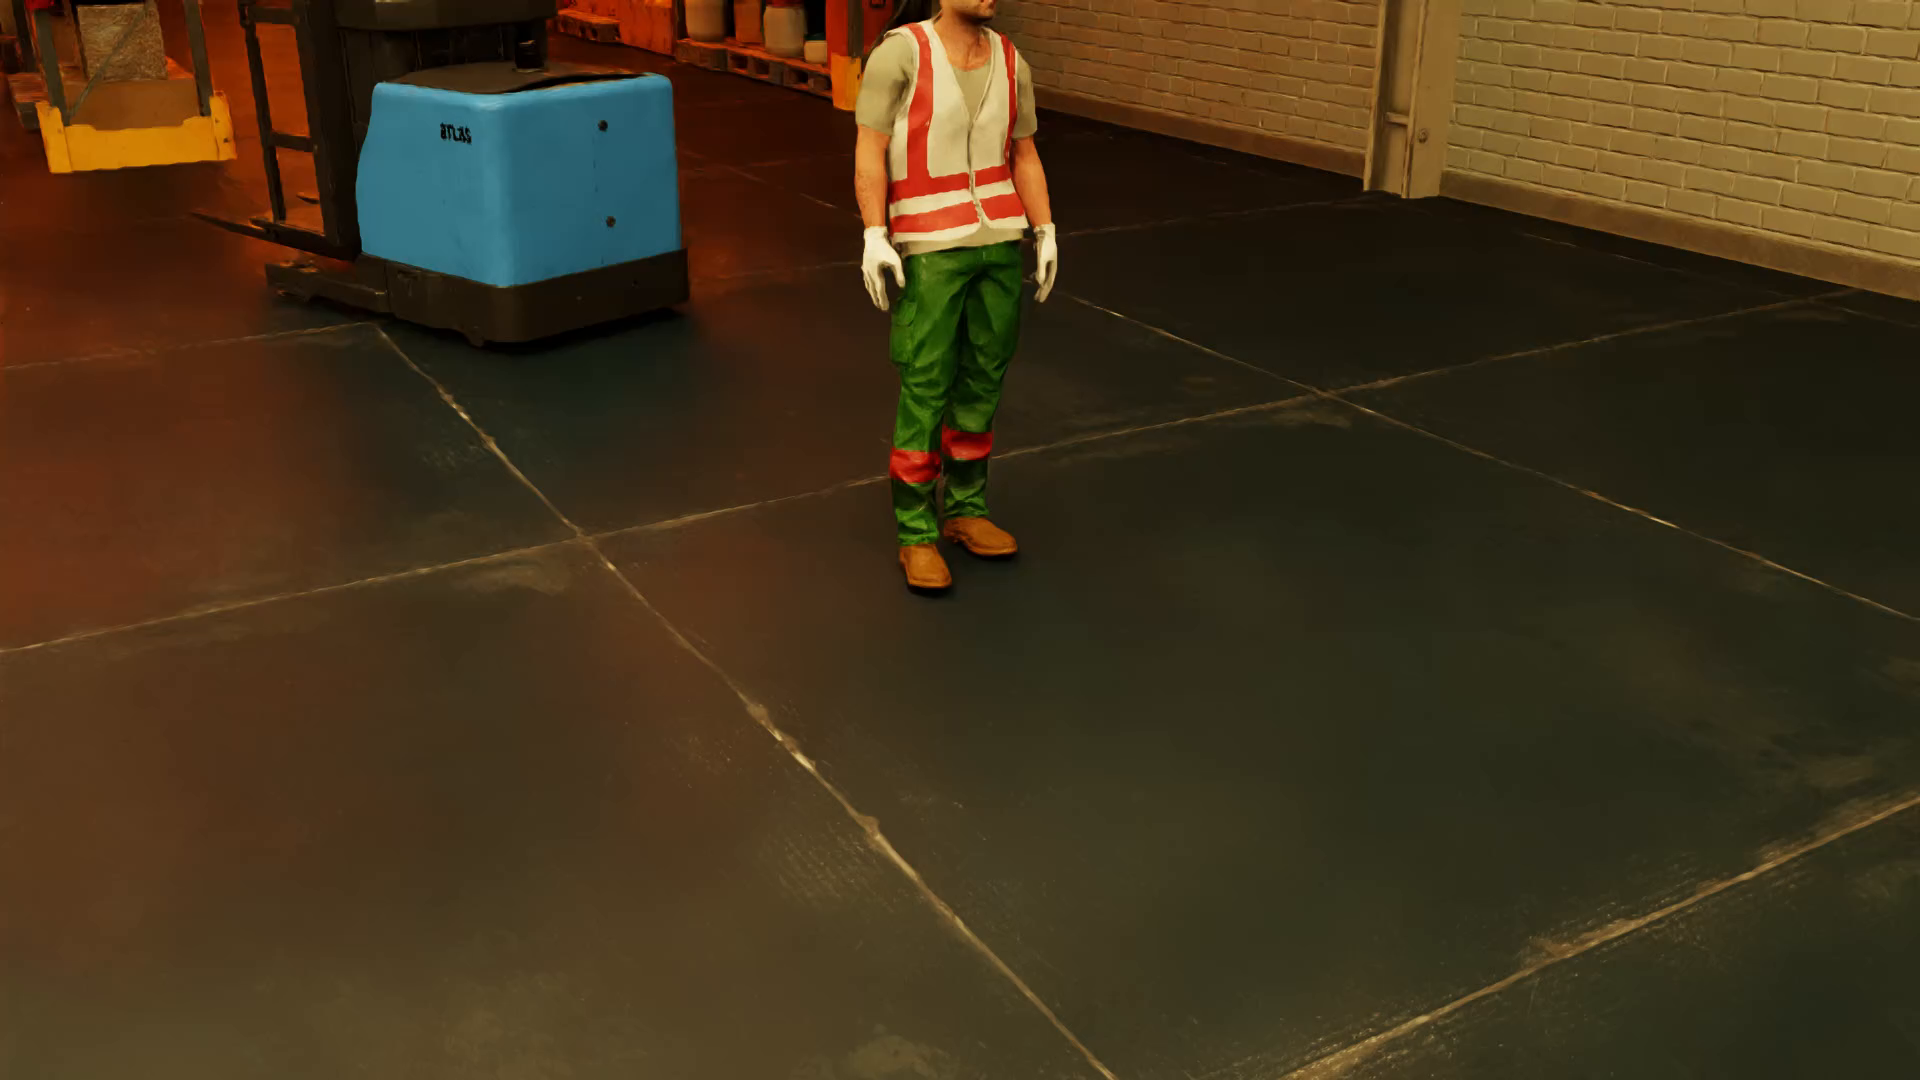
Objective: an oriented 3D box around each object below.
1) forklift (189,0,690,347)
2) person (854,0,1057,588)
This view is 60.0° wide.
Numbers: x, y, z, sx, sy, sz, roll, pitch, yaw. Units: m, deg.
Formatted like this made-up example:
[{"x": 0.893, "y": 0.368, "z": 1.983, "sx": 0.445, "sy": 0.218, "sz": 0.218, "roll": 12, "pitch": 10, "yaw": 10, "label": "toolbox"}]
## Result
[{"x": -2.699, "y": -2.616, "z": 7.649, "sx": 3.031, "sy": 2.935, "sz": 1.130, "roll": 18, "pitch": 28, "yaw": 36, "label": "forklift"}, {"x": 0.032, "y": -0.805, "z": 4.721, "sx": 0.637, "sy": 1.787, "sz": 0.559, "roll": -12, "pitch": 25, "yaw": -28, "label": "person"}]
